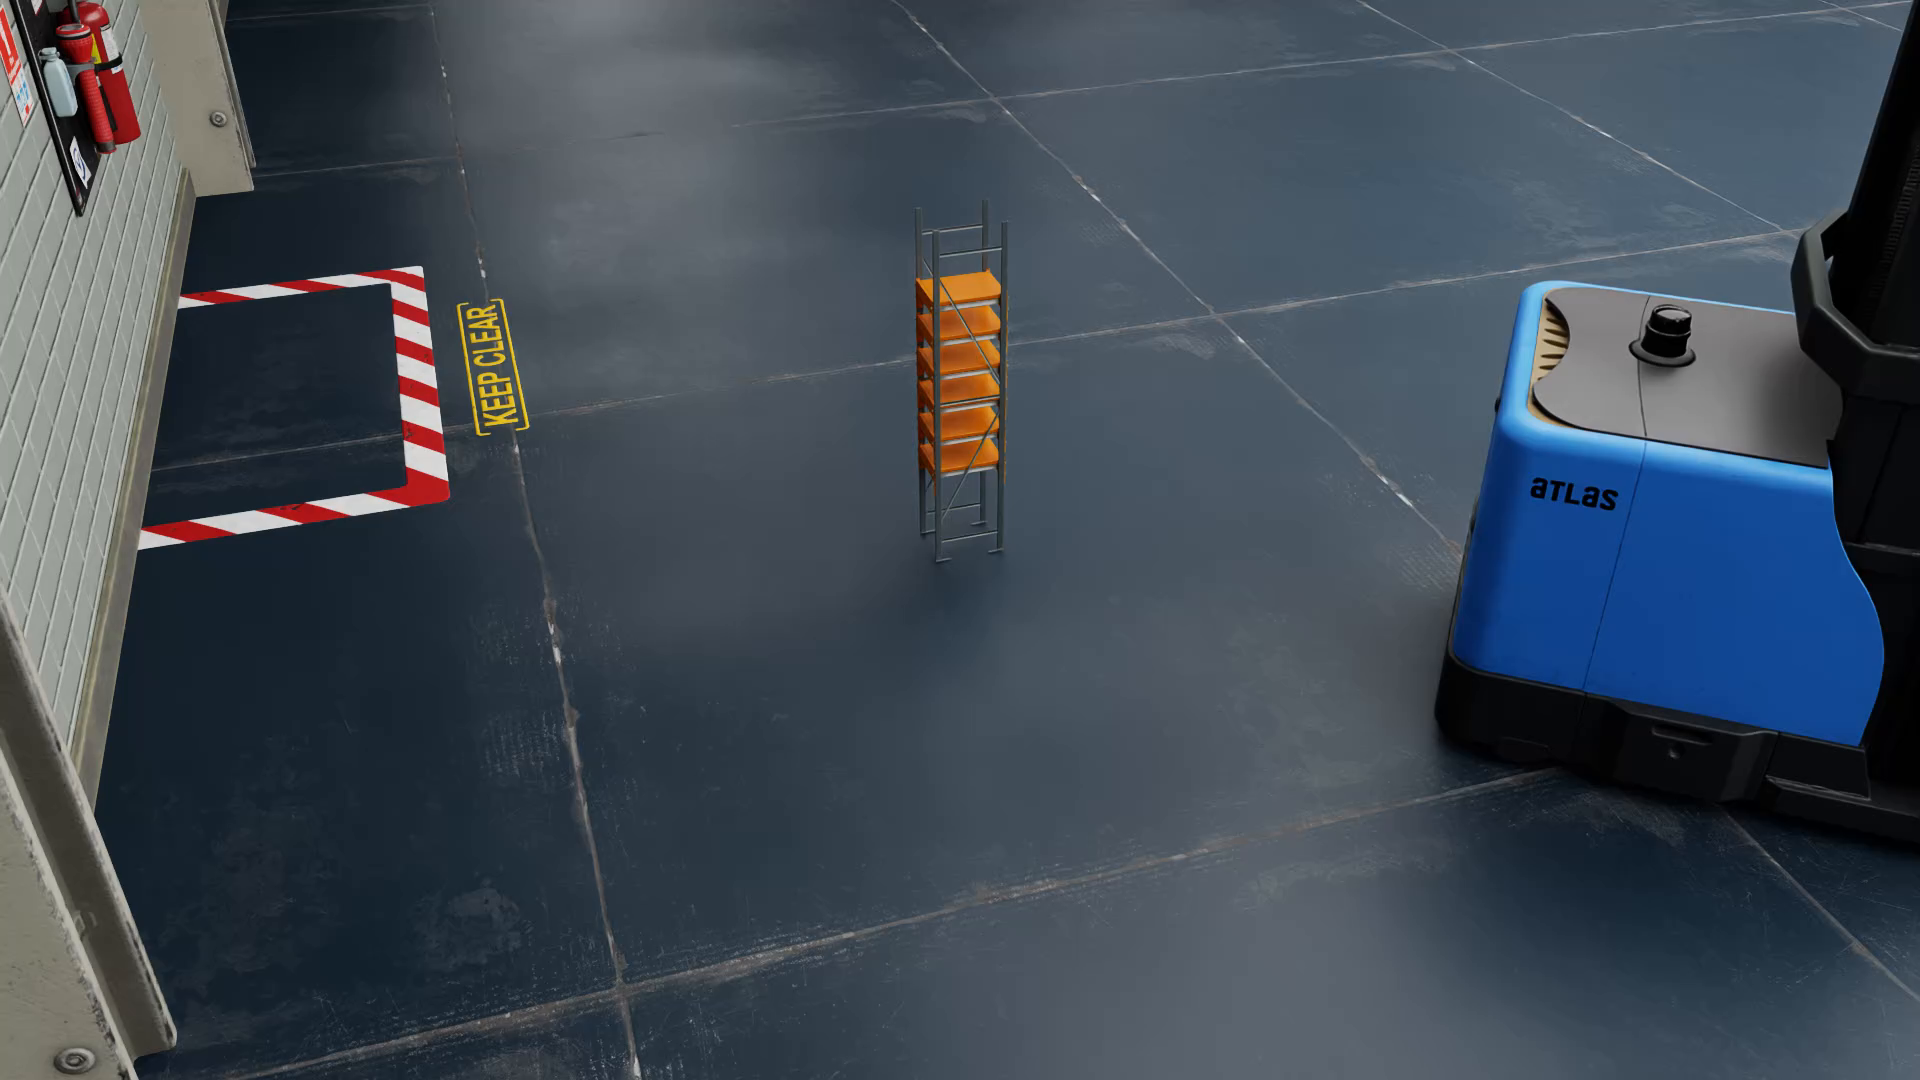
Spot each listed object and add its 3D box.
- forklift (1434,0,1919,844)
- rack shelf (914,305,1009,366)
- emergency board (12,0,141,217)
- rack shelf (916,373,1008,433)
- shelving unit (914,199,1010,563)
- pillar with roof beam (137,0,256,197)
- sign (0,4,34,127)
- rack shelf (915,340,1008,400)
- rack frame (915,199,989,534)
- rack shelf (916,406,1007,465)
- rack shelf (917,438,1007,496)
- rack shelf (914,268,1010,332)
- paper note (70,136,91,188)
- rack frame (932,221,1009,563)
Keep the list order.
[{"bbox_3d":[2.955,-0.600,4.000,3.031,2.935,1.130,11,35,16],"label":"forklift"},{"bbox_3d":[0.004,-0.656,5.300,0.258,0.103,0.180,-10,35,-15],"label":"rack shelf"},{"bbox_3d":[-3.073,-1.797,5.749,0.194,1.169,0.643,-10,35,-15],"label":"emergency board"},{"bbox_3d":[0.004,-0.456,5.432,0.258,0.103,0.180,-10,35,-15],"label":"rack shelf"},{"bbox_3d":[0.004,-0.493,5.408,0.258,1.200,0.189,-10,35,-15],"label":"shelving unit"},{"bbox_3d":[0.309,-6.328,7.164,9.100,9.000,0.400,-10,35,-15],"label":"pillar with roof beam"},{"bbox_3d":[-3.002,-1.505,5.274,0.001,0.329,0.234,-10,35,-15],"label":"sign"},{"bbox_3d":[0.004,-0.556,5.366,0.258,0.103,0.180,-10,35,-15],"label":"rack shelf"},{"bbox_3d":[-0.023,-0.541,5.480,0.240,1.200,0.006,-10,35,-15],"label":"rack frame"},{"bbox_3d":[0.004,-0.356,5.498,0.258,0.103,0.180,-10,35,-15],"label":"rack shelf"},{"bbox_3d":[0.004,-0.256,5.565,0.258,0.103,0.180,-10,35,-15],"label":"rack shelf"},{"bbox_3d":[0.004,-0.756,5.234,0.258,0.103,0.180,-10,35,-15],"label":"rack shelf"},{"bbox_3d":[-3.085,-1.325,5.834,0.016,0.148,0.142,-10,35,-15],"label":"paper note"},{"bbox_3d":[0.032,-0.445,5.335,0.240,1.200,0.006,-10,35,-15],"label":"rack frame"}]
